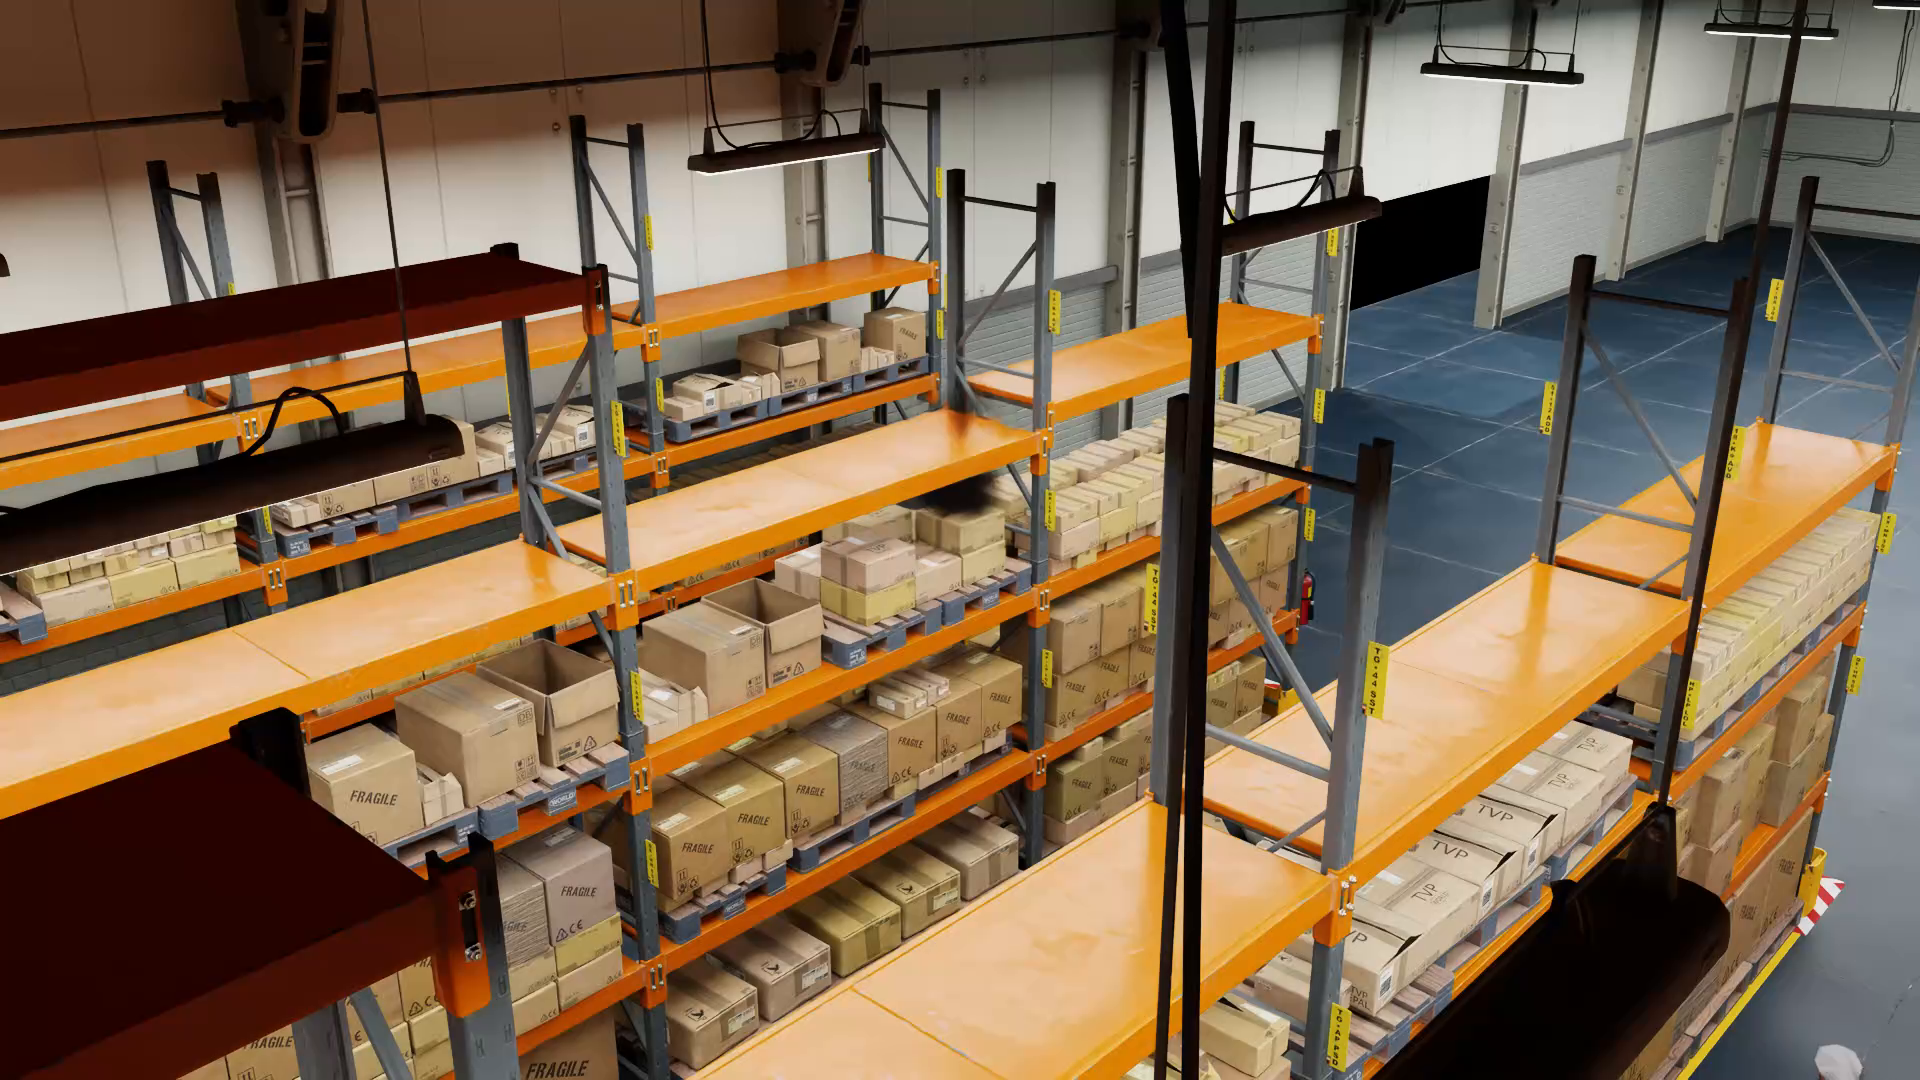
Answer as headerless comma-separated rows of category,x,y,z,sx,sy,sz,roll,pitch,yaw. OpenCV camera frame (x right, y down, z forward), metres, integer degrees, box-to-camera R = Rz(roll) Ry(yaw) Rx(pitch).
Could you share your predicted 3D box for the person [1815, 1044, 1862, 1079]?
person,5.104,3.810,9.874,0.666,1.700,0.727,10,23,24
